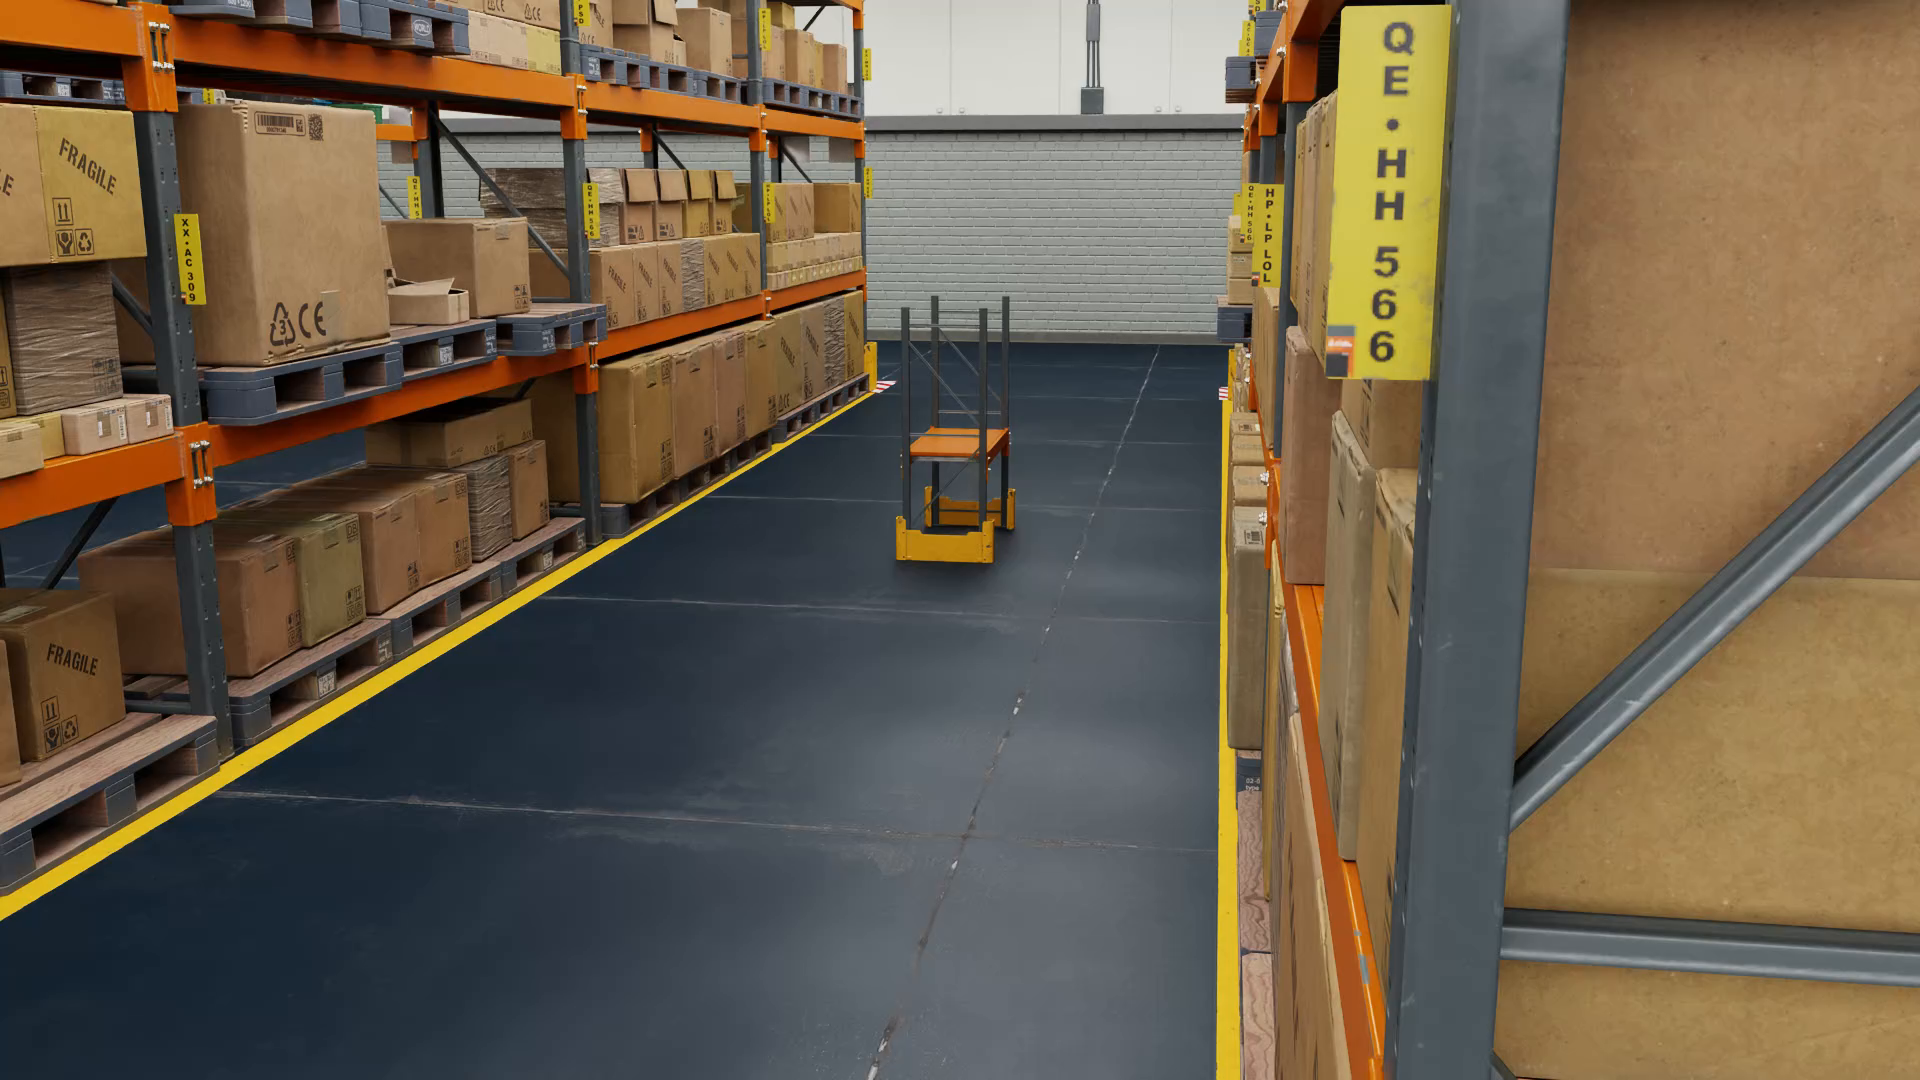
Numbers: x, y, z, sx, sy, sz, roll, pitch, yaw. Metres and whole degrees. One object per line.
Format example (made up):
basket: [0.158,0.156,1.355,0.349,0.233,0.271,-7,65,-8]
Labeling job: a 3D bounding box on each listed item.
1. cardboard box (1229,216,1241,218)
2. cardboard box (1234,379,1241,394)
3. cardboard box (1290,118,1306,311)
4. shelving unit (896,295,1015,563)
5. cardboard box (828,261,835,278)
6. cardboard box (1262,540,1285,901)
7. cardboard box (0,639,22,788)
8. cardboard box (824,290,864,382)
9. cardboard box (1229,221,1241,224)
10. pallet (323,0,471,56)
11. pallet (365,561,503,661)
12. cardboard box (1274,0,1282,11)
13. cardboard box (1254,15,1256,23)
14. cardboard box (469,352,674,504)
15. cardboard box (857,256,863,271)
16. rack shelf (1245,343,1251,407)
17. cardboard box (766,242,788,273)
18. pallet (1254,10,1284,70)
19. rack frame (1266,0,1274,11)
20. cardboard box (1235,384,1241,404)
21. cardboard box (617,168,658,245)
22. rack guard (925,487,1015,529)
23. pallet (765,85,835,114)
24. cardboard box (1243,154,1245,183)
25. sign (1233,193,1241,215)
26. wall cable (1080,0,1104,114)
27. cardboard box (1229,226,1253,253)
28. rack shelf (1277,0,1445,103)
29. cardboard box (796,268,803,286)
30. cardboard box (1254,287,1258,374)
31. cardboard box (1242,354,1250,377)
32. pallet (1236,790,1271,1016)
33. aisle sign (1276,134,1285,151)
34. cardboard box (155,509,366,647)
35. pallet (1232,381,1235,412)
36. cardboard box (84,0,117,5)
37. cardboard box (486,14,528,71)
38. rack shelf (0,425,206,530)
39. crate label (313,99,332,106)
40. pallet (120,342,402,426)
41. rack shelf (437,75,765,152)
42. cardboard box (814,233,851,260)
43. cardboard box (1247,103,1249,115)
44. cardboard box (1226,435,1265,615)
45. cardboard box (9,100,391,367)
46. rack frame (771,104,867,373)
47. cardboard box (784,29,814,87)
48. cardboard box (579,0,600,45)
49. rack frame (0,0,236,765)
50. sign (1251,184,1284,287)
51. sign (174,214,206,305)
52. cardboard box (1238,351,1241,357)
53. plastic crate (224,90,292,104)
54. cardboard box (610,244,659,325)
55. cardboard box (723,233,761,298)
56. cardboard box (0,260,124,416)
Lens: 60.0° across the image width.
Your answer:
cardboard box: [2.211,-2.349,12.461,0.380,0.149,0.250,2,12,10]
cardboard box: [2.843,-1.488,16.048,0.380,0.149,0.250,2,12,9]
cardboard box: [1.442,-0.961,4.915,0.875,0.550,0.550,2,12,9]
shelving unit: [-0.012,-0.717,10.262,0.587,1.500,1.083,2,12,9]
cardboard box: [-1.432,-2.641,16.226,0.380,0.149,0.250,2,12,9]
cardboard box: [1.366,0.526,4.978,0.875,0.875,0.875,2,12,10]
cardboard box: [-3.535,0.601,5.523,0.500,0.500,0.500,6,14,27]
cardboard box: [-1.527,-2.146,17.380,0.875,0.875,0.875,2,12,9]
cardboard box: [1.971,-2.028,10.970,0.380,0.149,0.250,2,12,11]
pallet: [-2.997,-2.333,7.525,1.213,0.211,1.003,2,12,9]
pallet: [-3.050,0.329,8.467,1.003,0.211,1.213,2,12,9]
cardboard box: [1.819,-2.802,8.232,0.500,0.311,0.500,2,12,9]
cardboard box: [2.395,-3.506,11.280,0.797,0.503,0.637,2,12,8]
cardboard box: [-2.611,-0.760,10.946,1.225,0.875,0.875,1,12,6]
cardboard box: [-1.237,-2.908,17.463,0.380,0.149,0.250,2,12,10]
rack shelf: [2.455,-1.333,11.267,1.077,0.370,4.000,2,12,9]
cardboard box: [-1.792,-2.444,14.365,0.500,0.250,0.500,2,12,8]
pallet: [2.101,-2.507,8.333,1.213,0.211,1.003,2,12,11]
rack frame: [2.147,-4.201,8.627,1.000,3.000,0.127,2,12,9]
cardboard box: [2.550,-1.247,14.225,0.380,0.149,0.250,1,12,7]
cardboard box: [-2.507,-2.277,11.319,0.797,0.503,0.637,2,12,10]
rack guard: [0.065,-0.210,10.874,0.587,0.250,0.087,2,12,9]
pallet: [-1.797,-4.129,15.623,1.003,0.211,1.213,2,12,9]
cardboard box: [2.642,-2.999,13.971,0.500,0.500,0.500,1,12,7]
sign: [2.842,-3.375,16.977,0.100,0.325,0.005,2,12,9]
wall cable: [2.768,-8.686,21.803,2.277,5.999,0.120,2,12,9]
cardboard box: [1.770,-1.759,9.721,0.380,0.149,0.250,1,12,6]
rack shelf: [1.225,-1.134,3.224,1.077,0.370,4.000,2,12,9]
cardboard box: [-1.630,-2.375,14.991,0.380,0.149,0.250,2,12,7]
cardboard box: [1.658,-1.022,7.877,0.500,0.500,0.500,2,12,9]
cardboard box: [2.308,-1.195,12.074,0.500,0.250,0.500,2,12,10]
pallet: [1.338,1.083,4.967,1.003,0.211,1.213,2,12,9]
aisle sign: [3.093,-4.230,16.829,0.394,0.787,0.004,2,12,9]
cardboard box: [-3.146,0.164,7.504,0.700,0.500,0.500,2,12,8]
pallet: [3.206,-1.387,16.428,1.003,0.211,1.213,2,12,9]
cardboard box: [-3.165,-1.907,5.459,0.500,0.250,0.500,2,12,11]
cardboard box: [-2.632,-2.633,8.825,0.500,0.250,0.500,2,12,8]
rack shelf: [-3.661,0.150,4.383,1.077,0.370,4.000,2,12,9]
crate label: [-6.863,-4.488,17.432,0.408,0.251,0.502,2,12,9]
pallet: [-3.092,-0.678,6.976,1.003,0.211,1.213,2,12,9]
rack shelf: [-2.430,-2.981,11.794,1.077,0.370,4.000,2,12,9]
cardboard box: [-1.399,-2.973,16.817,0.500,0.250,0.500,2,12,8]
cardboard box: [2.814,-3.917,14.787,0.500,0.250,0.500,2,12,8]
cardboard box: [1.834,-0.068,8.033,1.050,0.750,0.750,2,12,10]
cardboard box: [-3.093,-1.277,6.878,1.000,1.000,1.000,2,12,9]
rack frame: [-1.508,-3.116,17.830,1.000,3.000,0.127,2,12,9]
cardboard box: [-1.754,-4.433,15.352,0.700,0.500,0.500,2,12,11]
cardboard box: [-2.715,-3.302,10.332,0.797,0.503,0.637,3,12,12]
rack frame: [-3.353,-0.618,6.239,1.000,3.000,0.127,2,12,9]
sign: [0.995,-0.979,5.354,0.100,0.325,0.005,2,12,9]
sign: [-2.816,-1.025,6.074,0.100,0.325,0.005,2,12,9]
cardboard box: [2.779,-1.664,15.451,0.380,0.149,0.250,2,12,10]
plastic crate: [-6.555,-4.096,15.567,0.497,0.269,0.590,2,12,9]
cardboard box: [-2.317,-1.699,11.019,0.500,0.500,0.500,2,12,7]
cardboard box: [-1.925,-2.226,13.463,0.500,0.500,0.500,2,12,9]
cardboard box: [-3.483,-0.720,5.772,0.875,0.500,0.500,2,12,9]
